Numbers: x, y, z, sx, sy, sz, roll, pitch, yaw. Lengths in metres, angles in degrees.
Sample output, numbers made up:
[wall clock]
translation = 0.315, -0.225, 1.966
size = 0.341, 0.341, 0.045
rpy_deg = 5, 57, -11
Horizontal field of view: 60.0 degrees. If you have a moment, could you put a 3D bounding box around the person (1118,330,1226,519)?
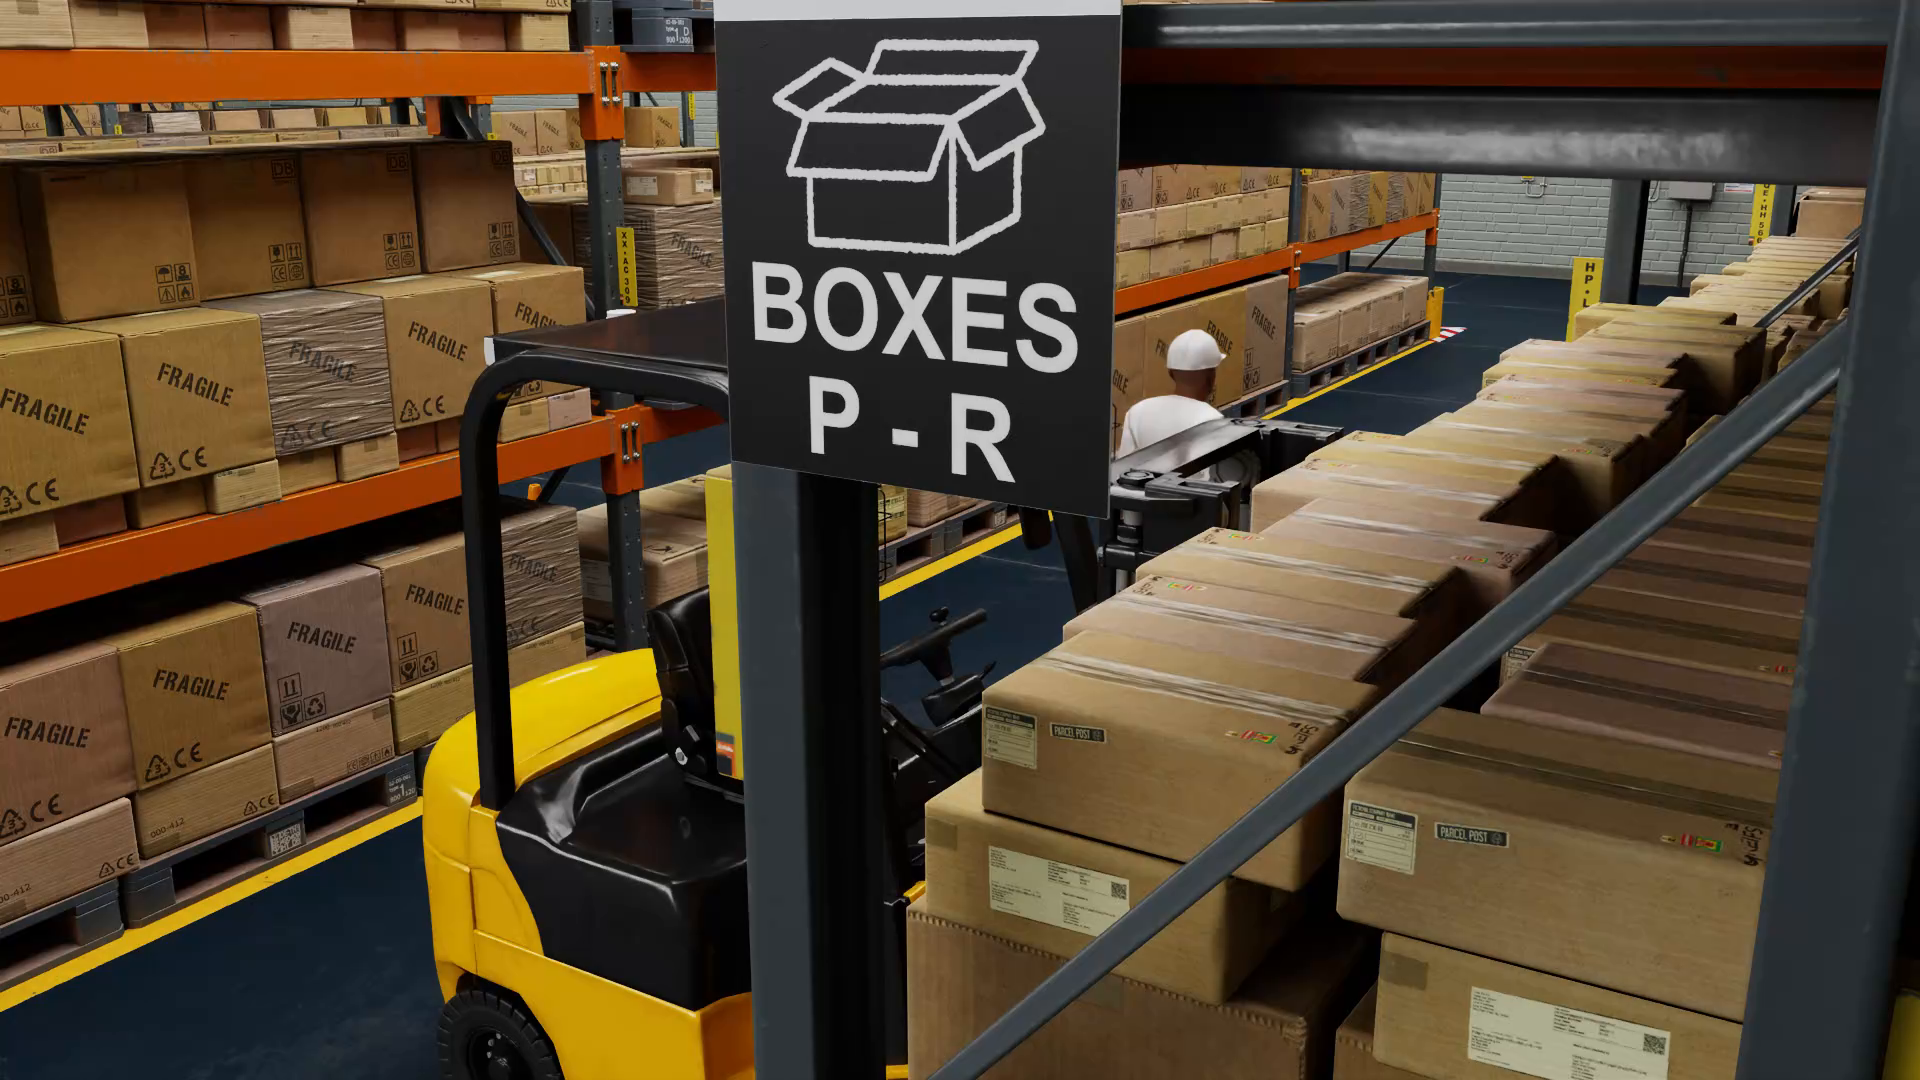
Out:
[person]
translation = 0.899, 0.000, 6.768
size = 0.827, 1.729, 0.687
rpy_deg = -12, 20, -35
